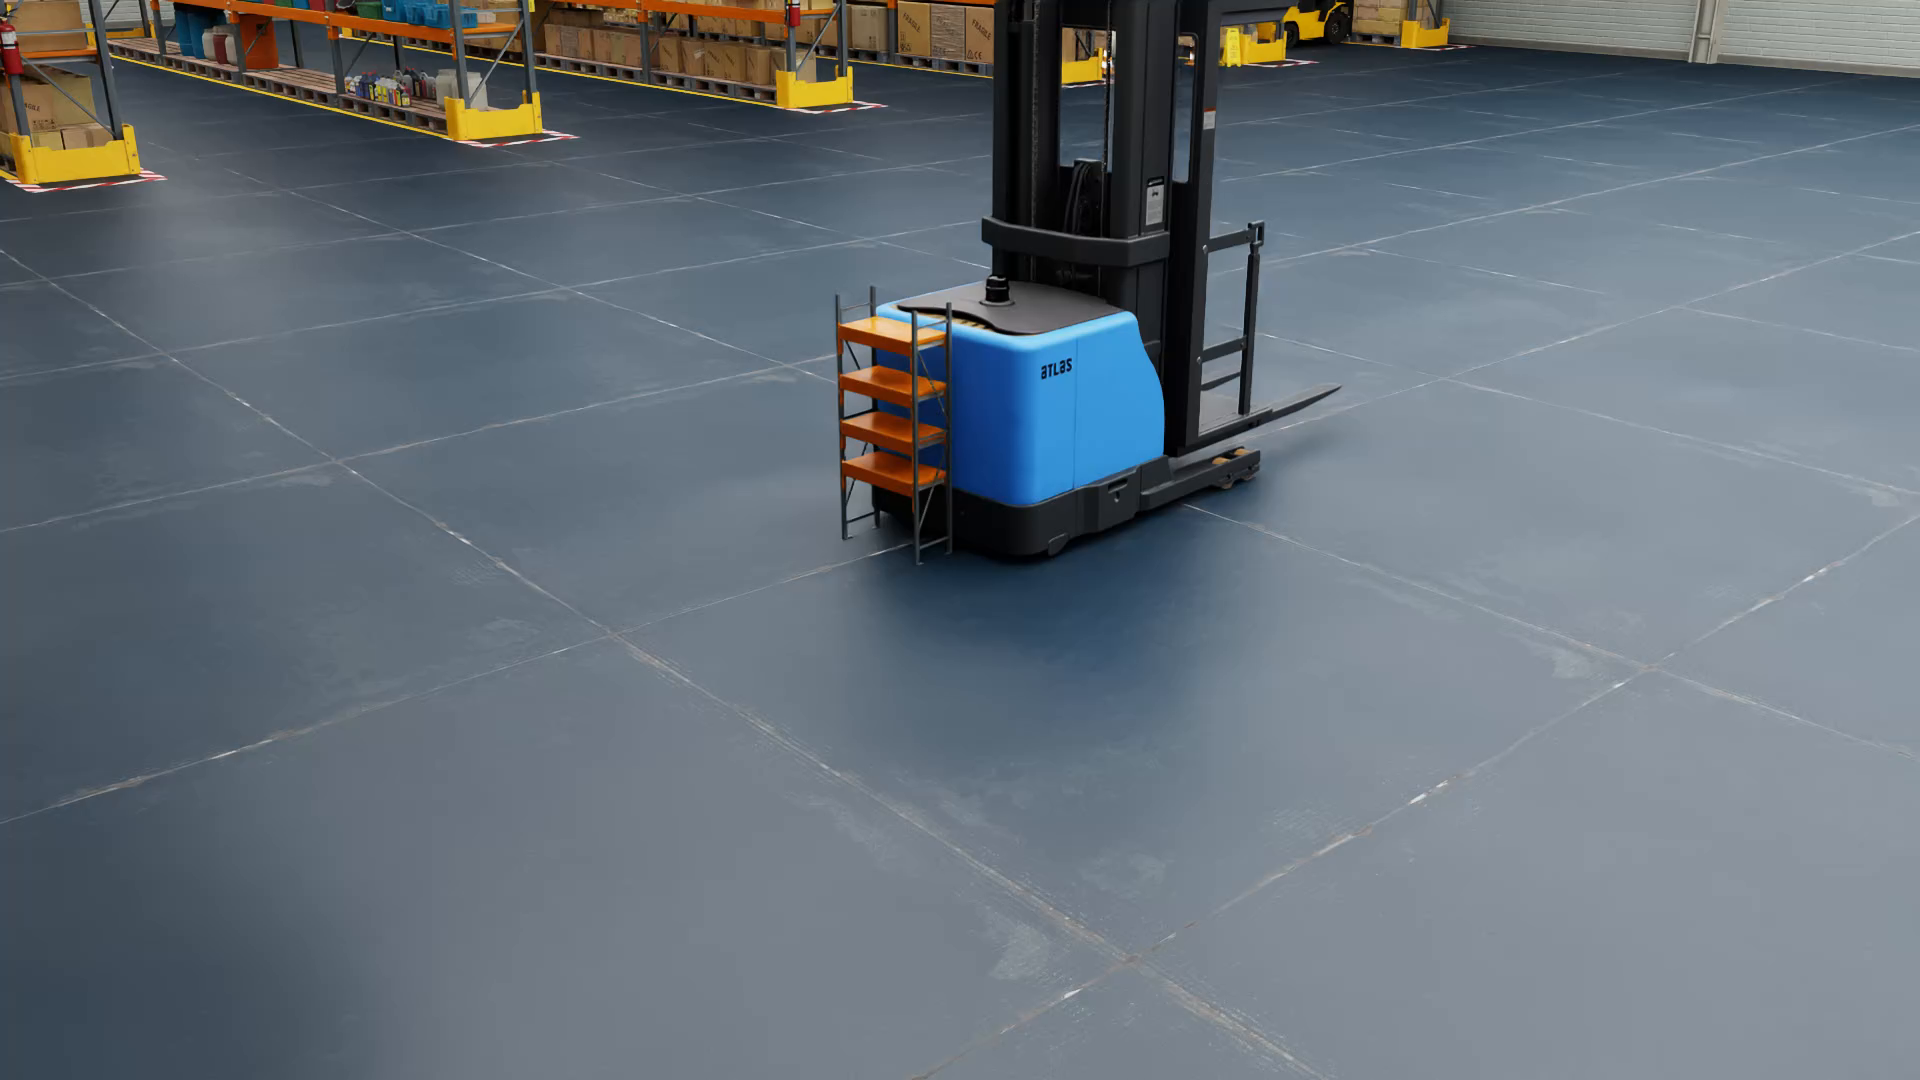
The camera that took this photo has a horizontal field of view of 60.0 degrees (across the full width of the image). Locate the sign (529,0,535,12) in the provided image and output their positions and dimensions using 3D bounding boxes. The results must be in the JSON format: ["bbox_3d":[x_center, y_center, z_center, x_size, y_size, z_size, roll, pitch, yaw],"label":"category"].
[{"bbox_3d":[-5.378,-6.779,20.799,0.100,0.325,0.005,-17,27,-37],"label":"sign"}]

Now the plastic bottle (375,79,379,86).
[{"bbox_3d":[-7.949,-6.154,22.722,0.097,0.271,0.097,0,21,0],"label":"plastic bottle"}]

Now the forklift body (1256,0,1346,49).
[{"bbox_3d":[6.600,-10.936,32.955,2.313,2.155,1.214,-17,27,-37],"label":"forklift body"}]

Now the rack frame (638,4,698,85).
[{"bbox_3d":[-4.657,-8.805,26.351,1.000,3.000,0.127,-17,27,-37],"label":"rack frame"}]

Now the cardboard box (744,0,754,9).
[{"bbox_3d":[-2.905,-7.811,24.158,0.380,0.149,0.250,-17,27,-37],"label":"cardboard box"}]

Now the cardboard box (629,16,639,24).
[{"bbox_3d":[-6.897,-11.212,35.831,0.380,0.149,0.250,-19,28,-39],"label":"cardboard box"}]

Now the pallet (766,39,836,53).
[{"bbox_3d":[-2.987,-9.528,32.022,1.003,0.211,1.213,-17,27,-37],"label":"pallet"}]

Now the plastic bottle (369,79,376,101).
[{"bbox_3d":[-7.997,-6.136,22.659,0.061,0.283,0.133,-16,26,-35],"label":"plastic bottle"}]

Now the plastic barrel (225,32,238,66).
[{"bbox_3d":[-11.789,-8.034,27.218,0.421,0.512,0.421,0,21,0],"label":"plastic barrel"}]

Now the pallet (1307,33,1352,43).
[{"bbox_3d":[7.897,-10.481,34.454,1.003,0.211,1.213,-17,27,-37],"label":"pallet"}]

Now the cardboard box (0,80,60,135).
[{"bbox_3d":[-10.129,-4.684,17.996,0.500,0.500,0.500,-17,27,-37],"label":"cardboard box"}]

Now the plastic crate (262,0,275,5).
[{"bbox_3d":[-10.197,-8.241,24.824,0.402,0.464,0.583,-17,27,-37],"label":"plastic crate"}]

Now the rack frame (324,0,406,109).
[{"bbox_3d":[-8.409,-7.626,23.340,1.000,3.000,0.127,-17,27,-37],"label":"rack frame"}]

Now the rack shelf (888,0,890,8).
[{"bbox_3d":[-2.139,-10.175,30.836,1.077,0.370,4.000,-17,27,-37],"label":"rack shelf"}]

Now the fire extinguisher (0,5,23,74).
[{"bbox_3d":[-9.828,-5.163,17.159,0.296,0.674,0.183,-17,27,-37],"label":"fire extinguisher"}]

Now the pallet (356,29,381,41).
[{"bbox_3d":[-11.909,-10.619,34.808,1.003,0.211,1.213,-17,27,-37],"label":"pallet"}]

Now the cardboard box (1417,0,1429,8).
[{"bbox_3d":[9.049,-10.800,33.268,0.500,0.250,0.500,-18,28,-38],"label":"cardboard box"}]

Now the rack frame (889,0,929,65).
[{"bbox_3d":[-0.833,-9.957,29.294,1.000,3.000,0.127,-17,27,-37],"label":"rack frame"}]

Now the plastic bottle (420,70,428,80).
[{"bbox_3d":[-7.434,-6.345,23.101,0.144,0.351,0.185,-18,27,-38],"label":"plastic bottle"}]

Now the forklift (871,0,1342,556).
[{"bbox_3d":[0.941,-1.741,8.411,1.130,2.935,3.031,19,28,40],"label":"forklift"}]

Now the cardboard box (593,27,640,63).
[{"bbox_3d":[-5.704,-8.311,27.915,0.500,0.500,0.700,20,29,41],"label":"cardboard box"}]

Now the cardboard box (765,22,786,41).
[{"bbox_3d":[-3.115,-10.021,31.965,1.050,0.750,0.750,-18,28,-38],"label":"cardboard box"}]

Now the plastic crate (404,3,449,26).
[{"bbox_3d":[-6.771,-6.699,21.179,0.499,0.251,0.408,-17,27,-37],"label":"plastic crate"}]

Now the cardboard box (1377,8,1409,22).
[{"bbox_3d":[8.665,-10.449,33.059,0.500,0.250,0.500,-18,28,-38],"label":"cardboard box"}]

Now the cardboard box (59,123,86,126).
[{"bbox_3d":[-10.064,-4.596,18.800,0.500,0.250,0.500,-17,27,-37],"label":"cardboard box"}]

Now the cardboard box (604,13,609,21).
[{"bbox_3d":[-7.747,-11.566,36.734,0.380,0.149,0.250,-19,28,-40],"label":"cardboard box"}]

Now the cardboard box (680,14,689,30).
[{"bbox_3d":[-5.427,-10.786,34.262,0.500,0.500,0.500,-16,26,-35],"label":"cardboard box"}]

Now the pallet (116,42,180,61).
[{"bbox_3d":[-14.941,-9.069,30.848,1.003,0.211,1.213,-17,27,-37],"label":"pallet"}]

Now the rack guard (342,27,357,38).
[{"bbox_3d":[-12.505,-10.963,35.288,1.175,0.500,0.348,-17,27,-37],"label":"rack guard"}]

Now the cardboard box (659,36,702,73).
[{"bbox_3d":[-4.426,-7.716,26.423,0.500,0.500,0.500,-18,28,-39],"label":"cardboard box"}]

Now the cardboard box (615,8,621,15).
[{"bbox_3d":[-7.306,-11.565,36.322,0.380,0.149,0.250,-19,28,-40],"label":"cardboard box"}]

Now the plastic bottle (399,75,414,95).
[{"bbox_3d":[-7.741,-6.358,23.235,0.152,0.276,0.135,-17,27,-37],"label":"plastic bottle"}]

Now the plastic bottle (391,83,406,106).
[{"bbox_3d":[-7.473,-5.936,22.159,0.152,0.276,0.135,-17,27,-37],"label":"plastic bottle"}]

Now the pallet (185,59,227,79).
[{"bbox_3d":[-12.358,-7.977,28.061,1.003,0.211,1.213,-17,27,-37],"label":"pallet"}]

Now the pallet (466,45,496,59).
[{"bbox_3d":[-8.518,-9.184,31.143,1.003,0.211,1.213,-17,27,-37],"label":"pallet"}]

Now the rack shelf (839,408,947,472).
[{"bbox_3d":[-0.302,-0.467,7.715,0.480,0.148,0.258,19,28,40],"label":"rack shelf"}]

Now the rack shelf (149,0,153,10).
[{"bbox_3d":[-14.937,-10.053,30.525,1.077,0.370,4.000,-17,27,-37],"label":"rack shelf"}]

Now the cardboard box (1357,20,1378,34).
[{"bbox_3d":[8.356,-10.351,33.493,0.500,0.250,0.500,-17,27,-37],"label":"cardboard box"}]

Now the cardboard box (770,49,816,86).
[{"bbox_3d":[-2.441,-6.908,24.359,0.500,0.500,0.500,-12,24,-28],"label":"cardboard box"}]

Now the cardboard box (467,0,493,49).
[{"bbox_3d":[-8.279,-9.560,30.616,1.225,0.875,0.875,-17,27,-37],"label":"cardboard box"}]

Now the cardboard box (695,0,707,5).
[{"bbox_3d":[-3.755,-8.145,25.012,0.380,0.149,0.250,-17,27,-37],"label":"cardboard box"}]

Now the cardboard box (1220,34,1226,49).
[{"bbox_3d":[4.715,-9.140,30.401,0.500,0.250,0.500,-18,27,-38],"label":"cardboard box"}]

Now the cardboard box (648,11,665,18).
[{"bbox_3d":[-6.502,-11.186,35.355,0.380,0.149,0.250,-17,27,-36],"label":"cardboard box"}]

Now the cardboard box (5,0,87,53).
[{"bbox_3d":[-9.848,-5.521,17.830,0.700,0.500,0.500,-17,27,-37],"label":"cardboard box"}]

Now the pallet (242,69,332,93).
[{"bbox_3d":[-10.544,-7.209,26.100,1.003,0.211,1.213,-17,27,-37],"label":"pallet"}]

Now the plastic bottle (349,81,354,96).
[{"bbox_3d":[-8.467,-6.307,23.207,0.097,0.201,0.097,0,21,0],"label":"plastic bottle"}]

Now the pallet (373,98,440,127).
[{"bbox_3d":[-7.202,-5.794,22.489,1.003,0.211,1.213,-17,27,-37],"label":"pallet"}]

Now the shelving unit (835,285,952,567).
[{"bbox_3d":[-0.302,-0.529,7.690,0.503,1.200,0.258,19,28,40],"label":"shelving unit"}]

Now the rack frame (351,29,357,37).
[{"bbox_3d":[-12.490,-12.120,34.815,1.000,3.000,0.127,-17,27,-37],"label":"rack frame"}]
